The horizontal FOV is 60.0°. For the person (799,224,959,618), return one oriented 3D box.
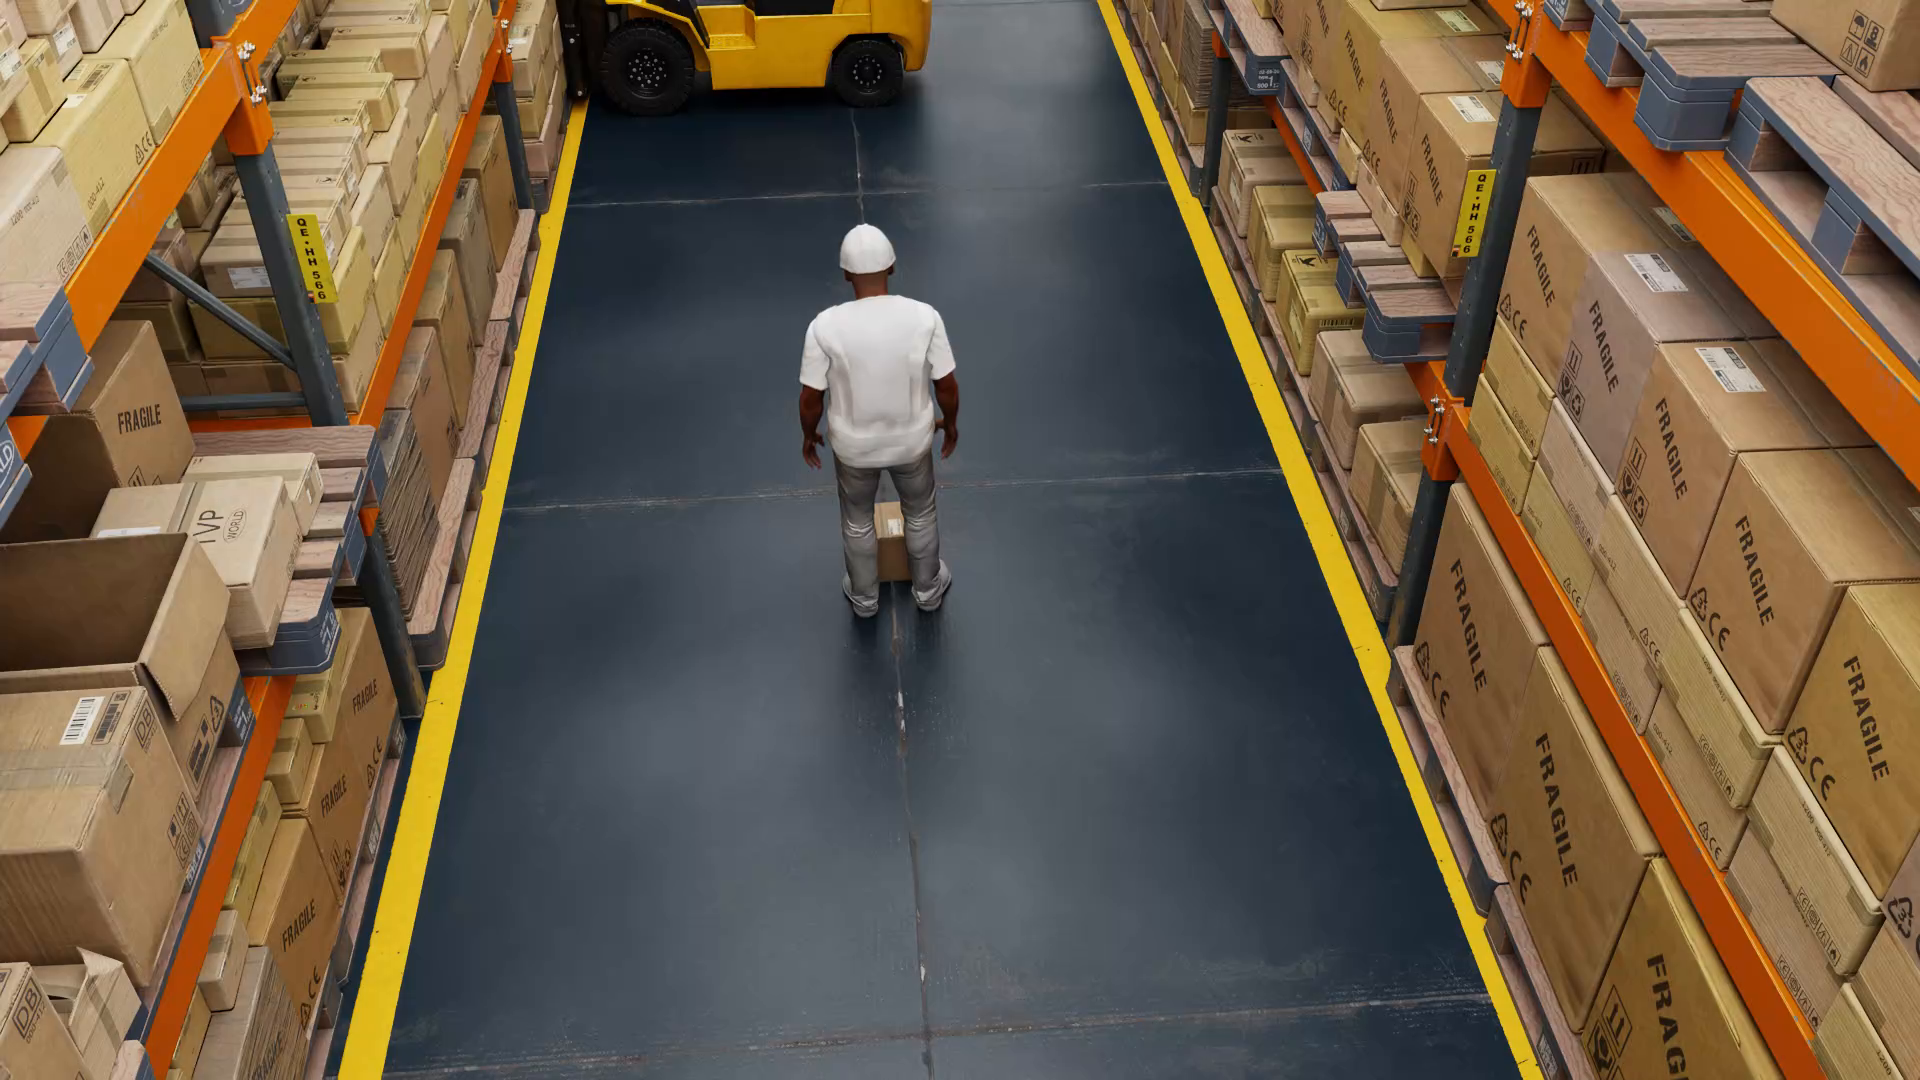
[{"bbox_3d":[-0.318,-0.436,6.683,0.638,1.757,0.459,-4,39,-5],"label":"person"}]
